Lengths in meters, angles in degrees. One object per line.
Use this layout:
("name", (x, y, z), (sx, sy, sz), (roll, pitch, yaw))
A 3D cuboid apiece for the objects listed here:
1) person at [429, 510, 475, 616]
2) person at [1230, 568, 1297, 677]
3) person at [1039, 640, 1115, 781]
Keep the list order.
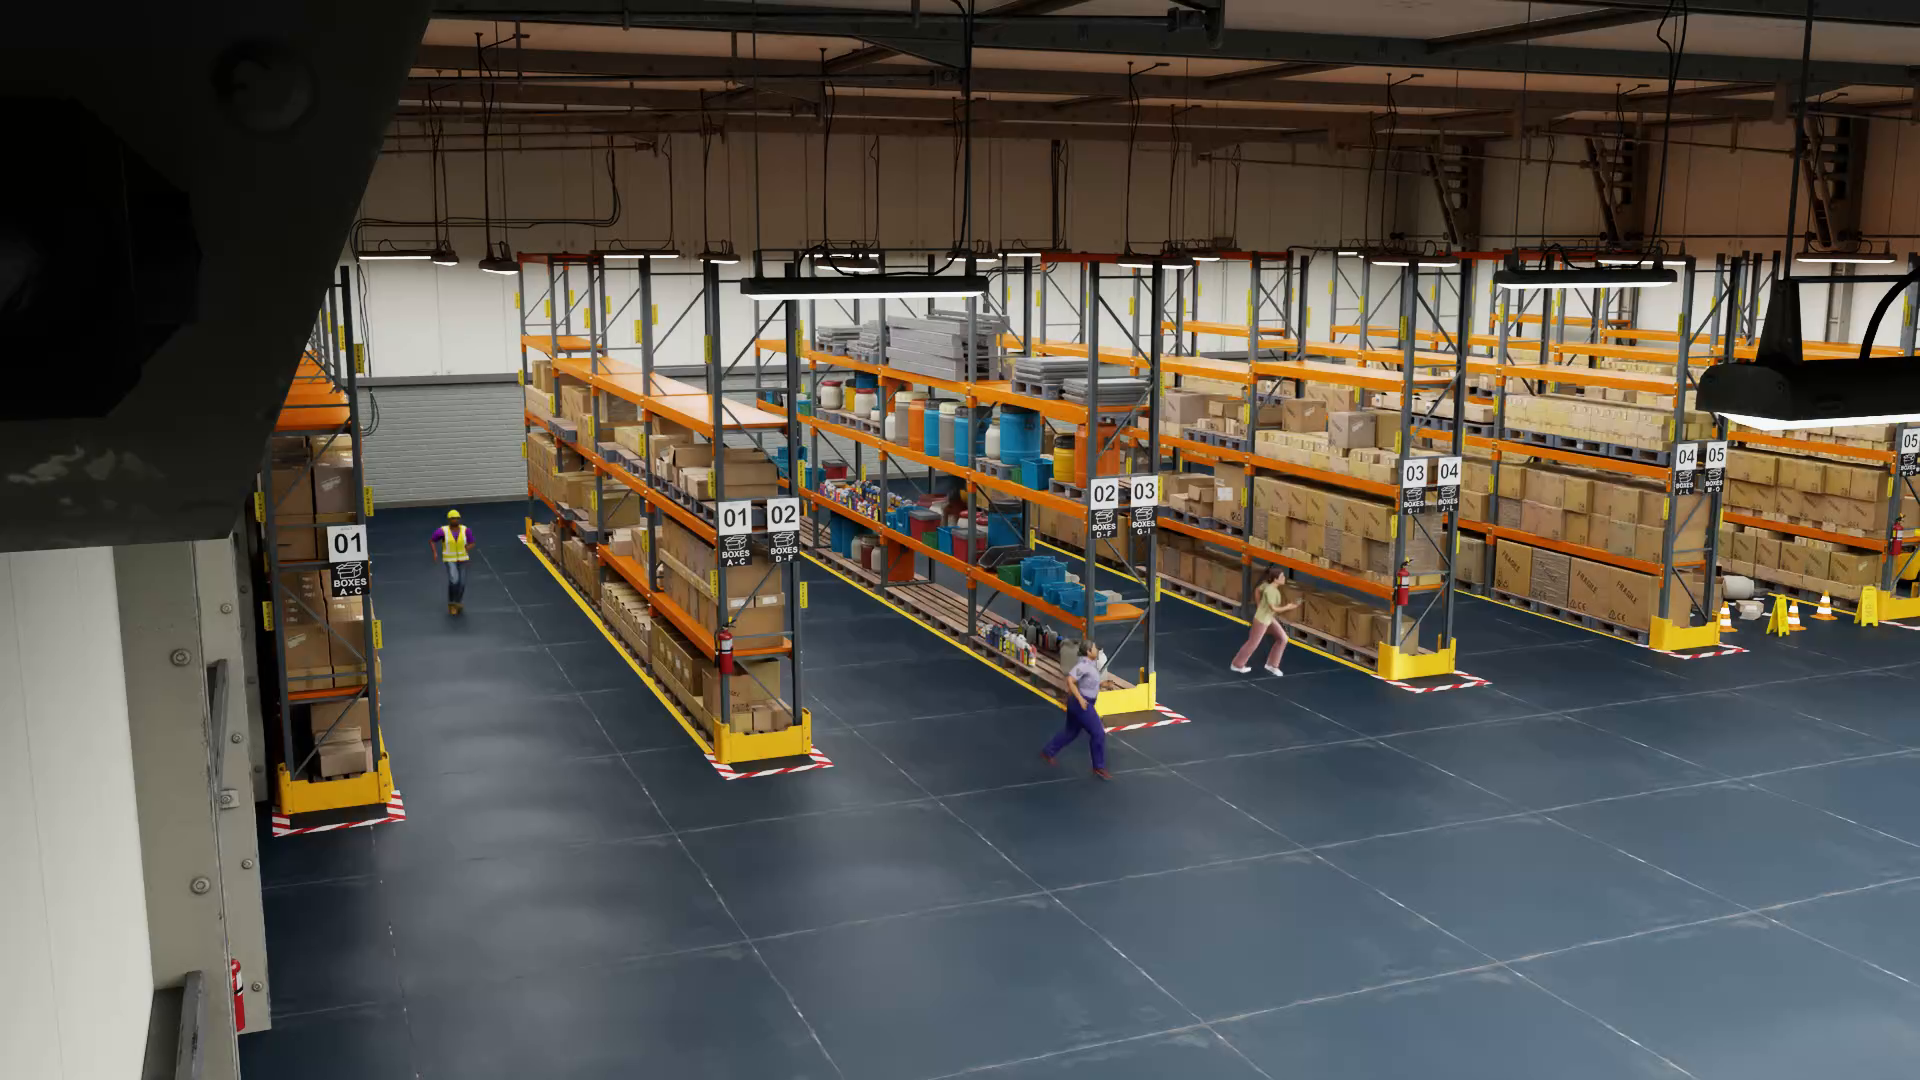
("person", (-8.515, 0.383, 28.063), (0.692, 1.790, 0.722), (-7, 12, -32))
("person", (4.401, 1.192, 24.045), (0.940, 1.631, 0.577), (4, 11, 20))
("person", (1.390, 2.001, 19.572), (0.894, 1.690, 0.642), (0, 10, 3))
